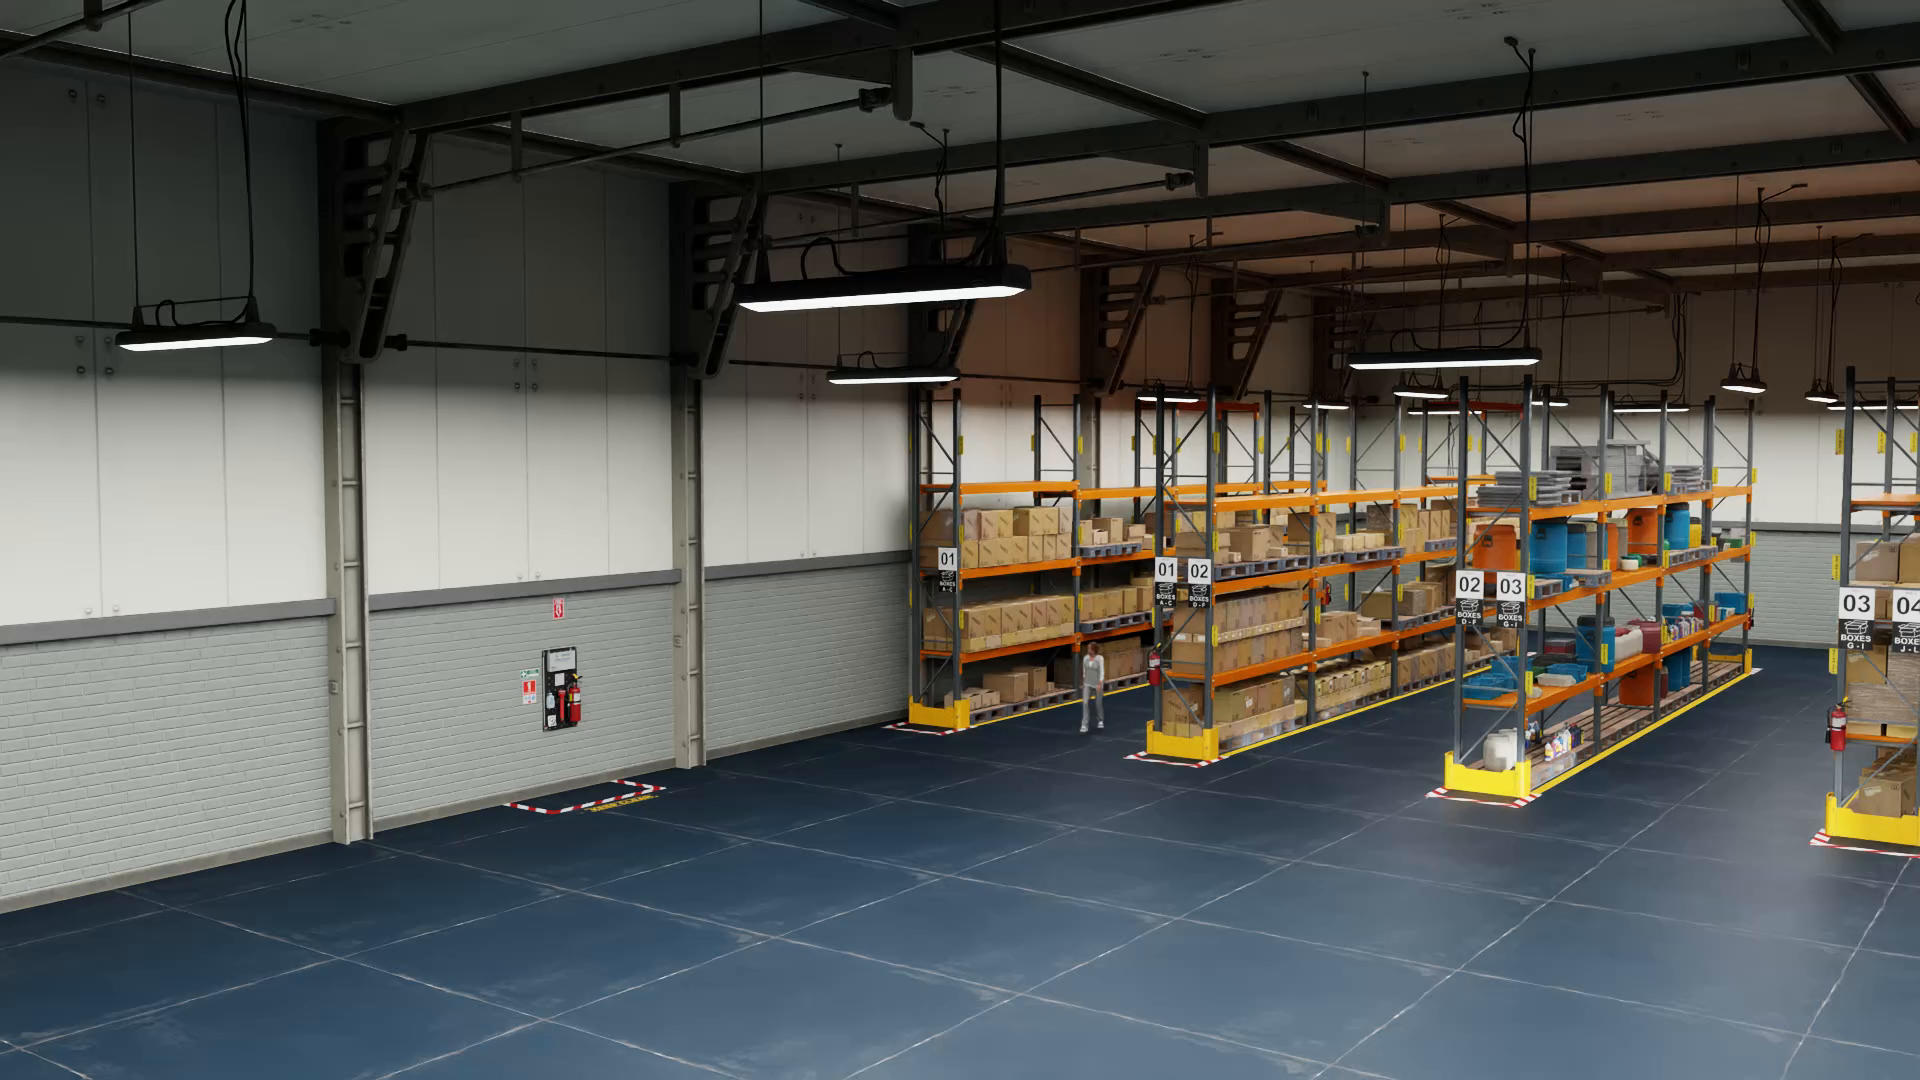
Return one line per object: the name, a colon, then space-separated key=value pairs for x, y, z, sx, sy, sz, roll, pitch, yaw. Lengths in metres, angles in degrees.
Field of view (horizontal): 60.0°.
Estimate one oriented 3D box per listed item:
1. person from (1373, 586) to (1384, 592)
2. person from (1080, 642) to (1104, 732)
person: x=9.476 y=1.937 z=38.120 sx=0.554 sy=1.786 sz=0.593 roll=-1 pitch=3 yaw=-21
person: x=2.315 y=2.550 z=29.012 sx=0.437 sy=1.548 sz=0.914 roll=1 pitch=3 yaw=21
